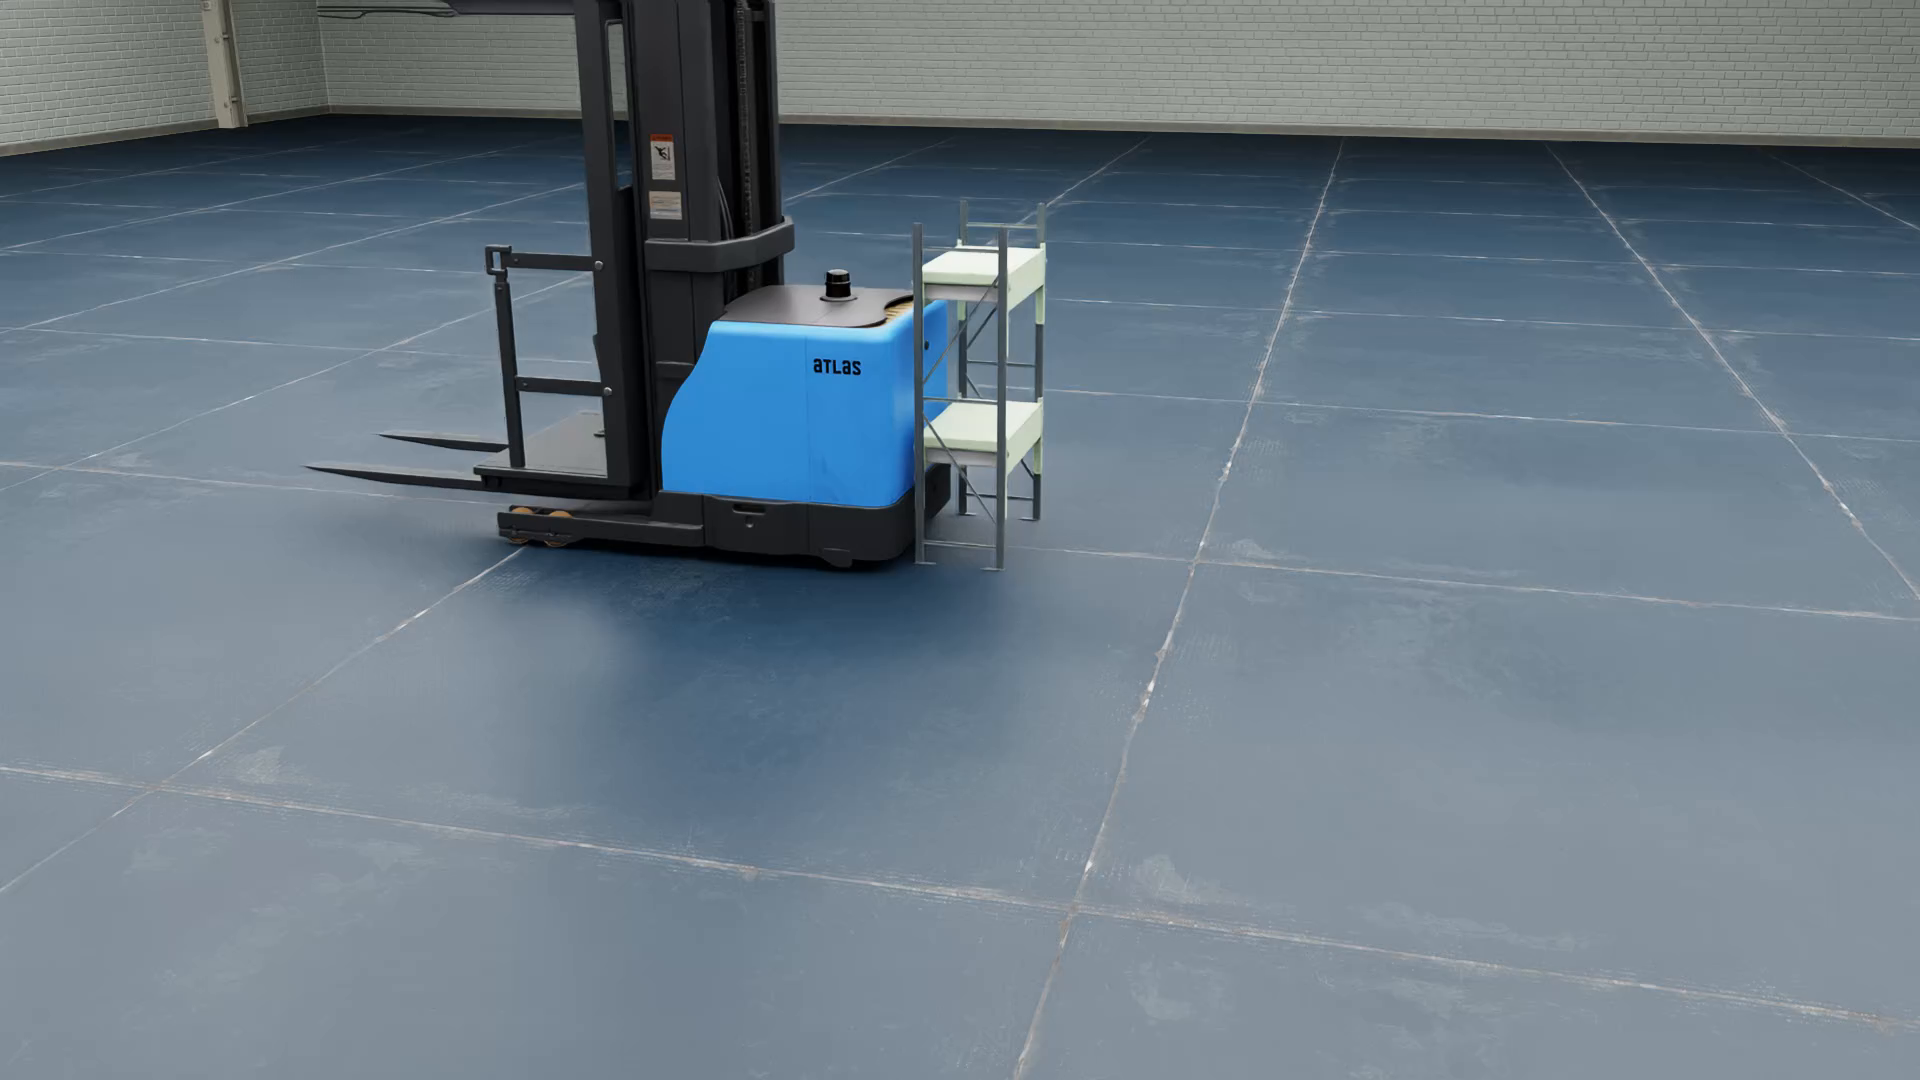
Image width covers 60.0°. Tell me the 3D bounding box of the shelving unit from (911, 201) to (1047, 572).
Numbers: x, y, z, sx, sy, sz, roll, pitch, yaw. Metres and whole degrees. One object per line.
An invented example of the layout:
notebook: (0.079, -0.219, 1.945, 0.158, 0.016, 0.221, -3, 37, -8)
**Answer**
shelving unit: (0.095, -0.702, 7.424, 0.431, 1.500, 0.755, 5, 19, 14)

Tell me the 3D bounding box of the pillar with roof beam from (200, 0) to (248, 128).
pillar with roof beam: (-8.138, -10.911, 25.709, 9.100, 9.000, 0.400, 5, 19, 13)

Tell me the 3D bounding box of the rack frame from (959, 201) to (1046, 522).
rack frame: (0.190, -0.817, 7.758, 0.400, 1.500, 0.023, 5, 19, 14)

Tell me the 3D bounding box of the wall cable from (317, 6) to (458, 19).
wall cable: (-10.310, -10.600, 29.604, 3.097, 2.526, 0.112, 5, 19, 13)

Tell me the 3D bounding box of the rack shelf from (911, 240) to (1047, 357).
rack shelf: (0.095, -1.072, 7.298, 0.431, 0.370, 0.720, 5, 19, 14)

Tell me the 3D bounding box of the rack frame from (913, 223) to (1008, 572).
rack frame: (0.000, -0.588, 7.089, 0.400, 1.500, 0.023, 5, 19, 14)

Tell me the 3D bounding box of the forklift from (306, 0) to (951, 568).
forklift: (-1.620, -1.510, 7.573, 3.031, 2.935, 1.130, 5, 19, 14)

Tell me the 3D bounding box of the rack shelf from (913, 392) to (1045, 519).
rack shelf: (0.095, -0.394, 7.529, 0.431, 0.370, 0.720, 5, 19, 14)
